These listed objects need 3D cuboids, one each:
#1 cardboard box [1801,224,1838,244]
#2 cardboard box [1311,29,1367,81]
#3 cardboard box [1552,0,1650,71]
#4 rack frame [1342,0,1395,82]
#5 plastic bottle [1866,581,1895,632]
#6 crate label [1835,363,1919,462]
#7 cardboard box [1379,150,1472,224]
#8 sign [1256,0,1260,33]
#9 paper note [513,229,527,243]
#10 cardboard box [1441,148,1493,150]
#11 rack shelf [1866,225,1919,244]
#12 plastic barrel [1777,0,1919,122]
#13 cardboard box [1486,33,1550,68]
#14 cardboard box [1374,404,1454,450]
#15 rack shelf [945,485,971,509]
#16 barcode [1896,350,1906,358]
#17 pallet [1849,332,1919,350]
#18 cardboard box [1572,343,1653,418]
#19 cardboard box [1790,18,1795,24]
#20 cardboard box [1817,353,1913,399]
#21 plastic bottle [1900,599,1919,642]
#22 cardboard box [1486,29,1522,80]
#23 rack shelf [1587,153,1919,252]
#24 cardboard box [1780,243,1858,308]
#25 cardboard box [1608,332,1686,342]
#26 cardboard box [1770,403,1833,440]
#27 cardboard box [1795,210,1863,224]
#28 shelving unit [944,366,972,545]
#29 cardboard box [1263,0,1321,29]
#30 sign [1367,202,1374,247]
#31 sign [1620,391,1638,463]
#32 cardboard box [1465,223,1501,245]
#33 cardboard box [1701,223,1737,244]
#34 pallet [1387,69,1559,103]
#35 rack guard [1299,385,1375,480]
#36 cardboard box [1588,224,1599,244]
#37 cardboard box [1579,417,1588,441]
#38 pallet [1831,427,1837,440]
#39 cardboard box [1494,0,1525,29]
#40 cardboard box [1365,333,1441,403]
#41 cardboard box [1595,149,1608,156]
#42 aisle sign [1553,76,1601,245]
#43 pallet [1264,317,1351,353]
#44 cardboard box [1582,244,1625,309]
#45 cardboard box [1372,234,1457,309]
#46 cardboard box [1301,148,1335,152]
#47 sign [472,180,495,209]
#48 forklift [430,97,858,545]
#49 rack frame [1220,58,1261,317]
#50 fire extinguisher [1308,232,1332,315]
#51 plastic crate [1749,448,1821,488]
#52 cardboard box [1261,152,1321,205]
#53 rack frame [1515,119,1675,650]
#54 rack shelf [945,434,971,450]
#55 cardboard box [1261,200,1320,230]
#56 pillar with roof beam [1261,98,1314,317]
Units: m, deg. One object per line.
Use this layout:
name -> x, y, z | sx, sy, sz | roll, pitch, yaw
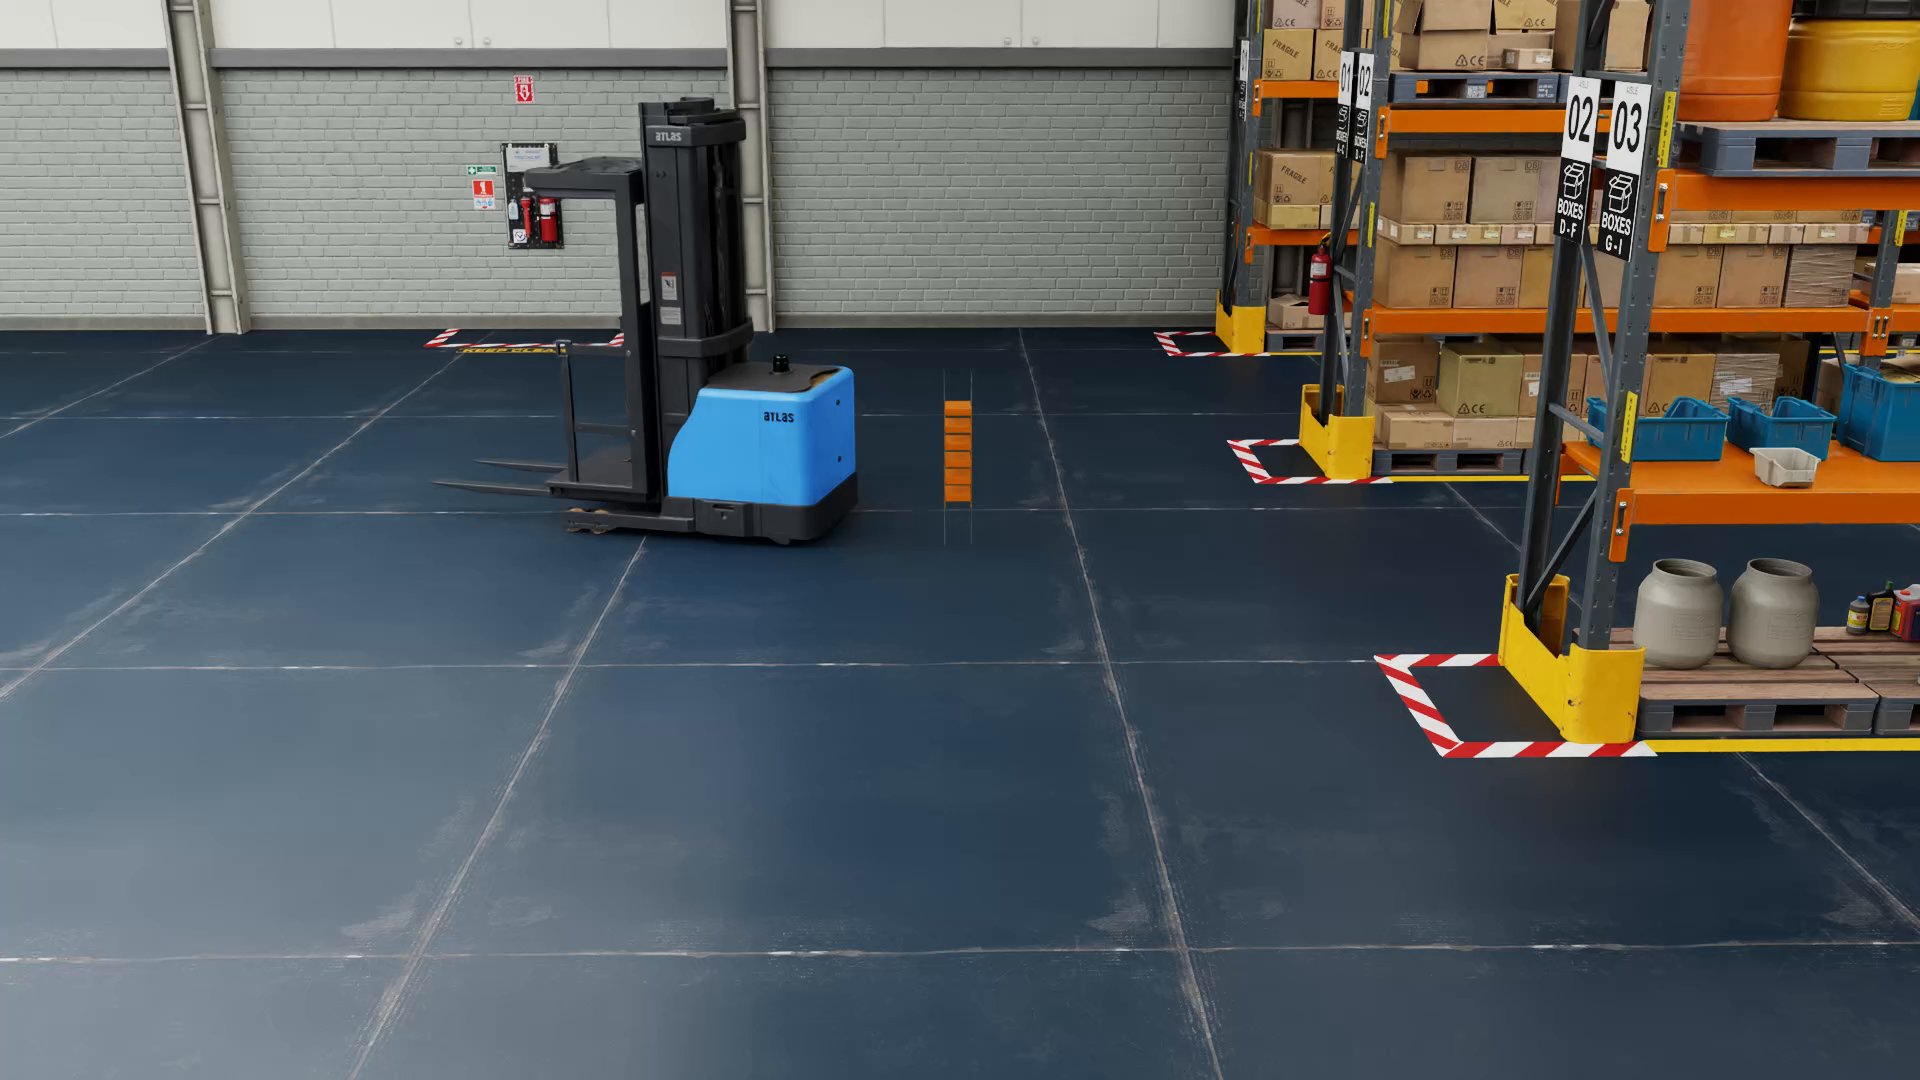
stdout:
cardboard box -> 6.558, -2.389, 12.860 | 0.250, 0.149, 0.380 | -1, 18, -2
cardboard box -> 3.868, -4.996, 17.105 | 0.500, 0.500, 0.500 | 1, 18, 3
cardboard box -> 4.739, -3.748, 12.330 | 0.500, 0.500, 0.500 | 0, 18, -1
rack frame -> 3.074, -4.938, 12.207 | 0.127, 3.000, 1.000 | 0, 18, -1
plastic bottle -> 5.095, 0.367, 9.220 | 0.133, 0.283, 0.061 | 0, 18, 0
crate label -> 4.985, -0.676, 8.687 | 0.616, 0.435, 0.502 | 0, 18, -1
cardboard box -> 3.594, -2.745, 12.906 | 0.500, 0.500, 0.700 | 0, 18, -1
sign -> 3.001, -5.273, 16.732 | 0.005, 0.325, 0.100 | 0, 18, -1
paper note -> -4.970, -3.433, 18.781 | 0.142, 0.148, 0.016 | 0, 18, -1
cardboard box -> 5.503, -3.968, 17.991 | 0.500, 0.500, 0.500 | 0, 18, 1
rack shelf -> 8.991, -3.280, 18.040 | 4.000, 0.370, 1.077 | 0, 18, -1
plastic barrel -> 4.286, -2.330, 7.995 | 0.600, 0.588, 0.600 | 0, 18, 0
cardboard box -> 4.221, -3.791, 12.871 | 0.500, 0.250, 0.500 | 0, 18, -1
cardboard box -> 3.614, -0.906, 13.276 | 0.500, 0.250, 0.500 | 0, 18, -1
rack shelf -> -0.014, -0.300, 11.451 | 0.180, 0.103, 0.258 | 0, 18, -1
barcode -> 7.335, -1.451, 12.959 | 0.075, 0.075, 0.001 | 0, 18, -1
pallet -> 10.210, -2.301, 18.376 | 1.213, 0.211, 1.003 | 0, 18, -1
cardboard box -> 5.114, -1.270, 13.181 | 0.500, 0.500, 0.500 | 0, 18, -1
cardboard box -> 6.566, -3.921, 12.868 | 0.500, 0.500, 0.500 | 1, 18, 4
cardboard box -> 7.474, -1.347, 13.733 | 0.500, 0.311, 0.500 | 0, 18, -1
plastic bottle -> 5.233, 0.413, 9.077 | 0.133, 0.283, 0.061 | 0, 18, -1
cardboard box -> 5.431, -5.008, 17.141 | 0.500, 0.500, 0.500 | -1, 18, -3
rack shelf -> 5.148, -1.663, 8.089 | 4.000, 0.370, 1.077 | 0, 18, -1
cardboard box -> 6.630, -2.144, 13.156 | 0.500, 0.500, 0.700 | -1, 18, -2
cardboard box -> 5.605, -1.436, 13.701 | 0.500, 0.500, 0.500 | 0, 18, -1
cardboard box -> 6.613, -0.922, 13.325 | 0.500, 0.250, 0.500 | 0, 18, -1
cardboard box -> 6.630, -2.761, 12.958 | 0.500, 0.500, 0.700 | 0, 18, -1
shelving unit -> -0.014, -0.571, 11.364 | 0.189, 1.200, 0.258 | 0, 18, -1
cardboard box -> 3.381, -5.483, 16.985 | 0.500, 0.500, 0.500 | -2, 18, -5
sign -> 3.077, -2.361, 12.451 | 0.005, 0.325, 0.100 | 0, 18, -1
sign -> 3.153, -0.532, 7.842 | 0.005, 0.325, 0.100 | 0, 18, -1
cardboard box -> 3.983, -2.376, 12.819 | 0.250, 0.149, 0.380 | 0, 18, -1
cardboard box -> 5.788, -2.386, 12.848 | 0.250, 0.149, 0.380 | 0, 18, -1
pallet -> 3.782, -3.463, 12.665 | 1.213, 0.211, 1.003 | 0, 18, -1
rack guard -> 3.050, -0.891, 13.505 | 0.348, 0.500, 1.175 | 0, 18, -1
cardboard box -> 4.758, -2.380, 12.832 | 0.250, 0.149, 0.380 | -1, 18, -2
cardboard box -> 5.114, -0.913, 13.297 | 0.500, 0.250, 0.500 | 0, 18, -1
pallet -> 7.810, -0.788, 13.658 | 1.213, 0.211, 1.003 | 0, 18, -1
cardboard box -> 5.425, -5.478, 16.969 | 0.500, 0.500, 0.500 | -1, 18, -3
cardboard box -> 3.606, -1.422, 13.656 | 0.500, 0.500, 0.500 | 0, 18, -1
cardboard box -> 5.125, -2.754, 12.935 | 0.500, 0.500, 0.700 | 0, 18, -1
aisle sign -> 3.072, -1.896, 8.292 | 0.004, 0.787, 0.394 | 0, 18, -1
pallet -> 3.881, -2.260, 18.246 | 1.213, 0.211, 1.003 | 0, 18, -1
cardboard box -> 5.089, -2.135, 13.129 | 0.500, 0.500, 0.700 | 0, 18, 1
cardboard box -> 3.541, -2.127, 13.103 | 0.500, 0.500, 0.700 | 0, 18, -1
cardboard box -> 3.964, -3.956, 17.953 | 0.500, 0.500, 0.500 | 0, 18, 0
sign -> -5.347, -3.878, 18.668 | 0.234, 0.329, 0.001 | 0, 18, -1
forklift -> -2.321, -1.589, 11.702 | 3.031, 2.935, 1.130 | 5, 18, 14
rack frame -> 2.992, -3.594, 17.840 | 0.127, 3.000, 1.000 | 0, 18, -1
fire extinguisher -> 2.949, -2.185, 13.576 | 0.183, 0.674, 0.296 | 0, 18, -1
plastic crate -> 4.048, -0.349, 8.155 | 0.250, 0.136, 0.298 | 0, 18, -1
cardboard box -> 3.474, -3.800, 17.466 | 0.500, 0.500, 0.500 | 0, 18, -1
rack frame -> 3.149, -0.568, 8.408 | 0.127, 3.000, 1.000 | 0, 18, -1
rack shelf -> -0.014, -0.643, 11.341 | 0.180, 0.103, 0.258 | 0, 18, -1
cardboard box -> 3.485, -3.437, 17.565 | 0.500, 0.250, 0.500 | -1, 18, -2
pillar with roof beam -> 3.746, -5.403, 13.659 | 0.400, 9.000, 9.100 | 0, 18, -1
